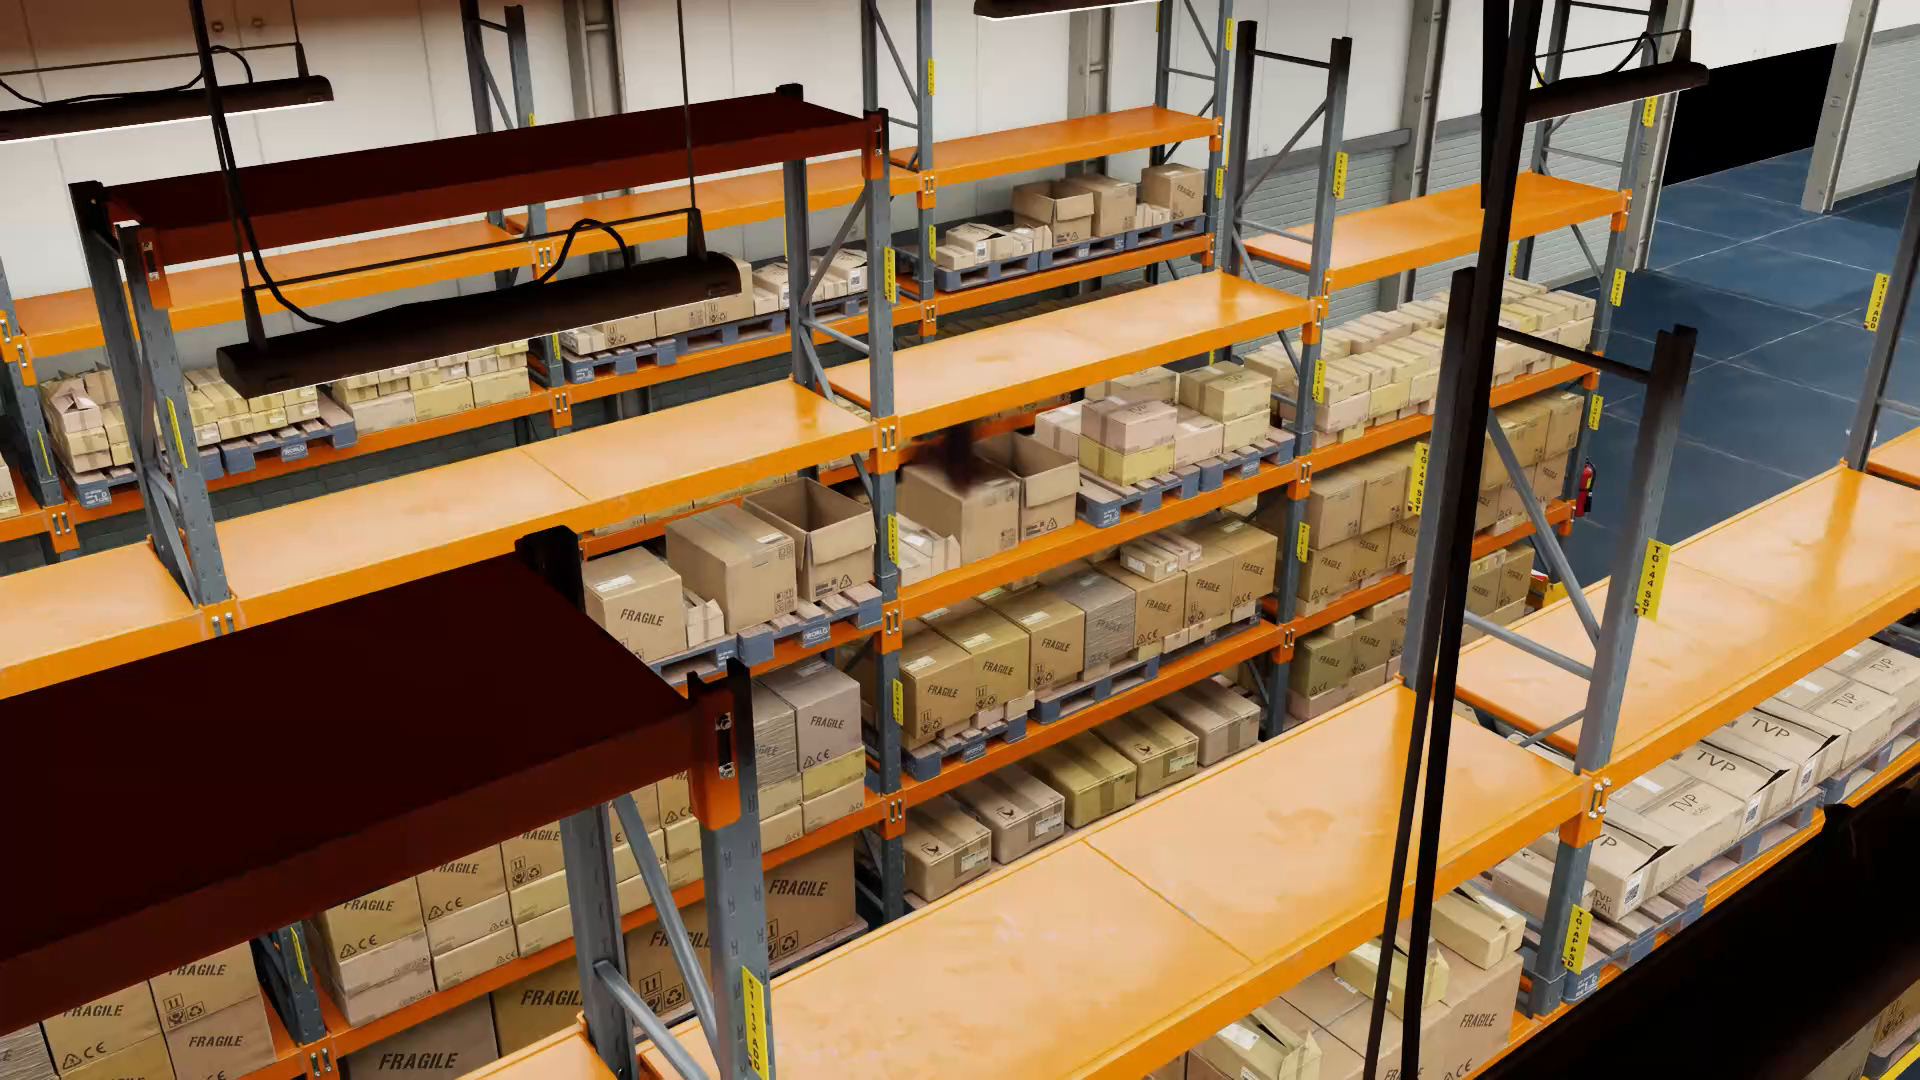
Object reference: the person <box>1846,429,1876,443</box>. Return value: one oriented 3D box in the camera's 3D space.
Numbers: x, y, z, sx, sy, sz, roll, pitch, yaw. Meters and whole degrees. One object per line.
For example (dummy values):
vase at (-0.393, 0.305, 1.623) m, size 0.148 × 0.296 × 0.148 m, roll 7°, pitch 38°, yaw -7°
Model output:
person at (8.901, -0.331, 16.741) m, size 0.706 × 1.787 × 0.520 m, roll -12°, pitch 29°, yaw -24°
